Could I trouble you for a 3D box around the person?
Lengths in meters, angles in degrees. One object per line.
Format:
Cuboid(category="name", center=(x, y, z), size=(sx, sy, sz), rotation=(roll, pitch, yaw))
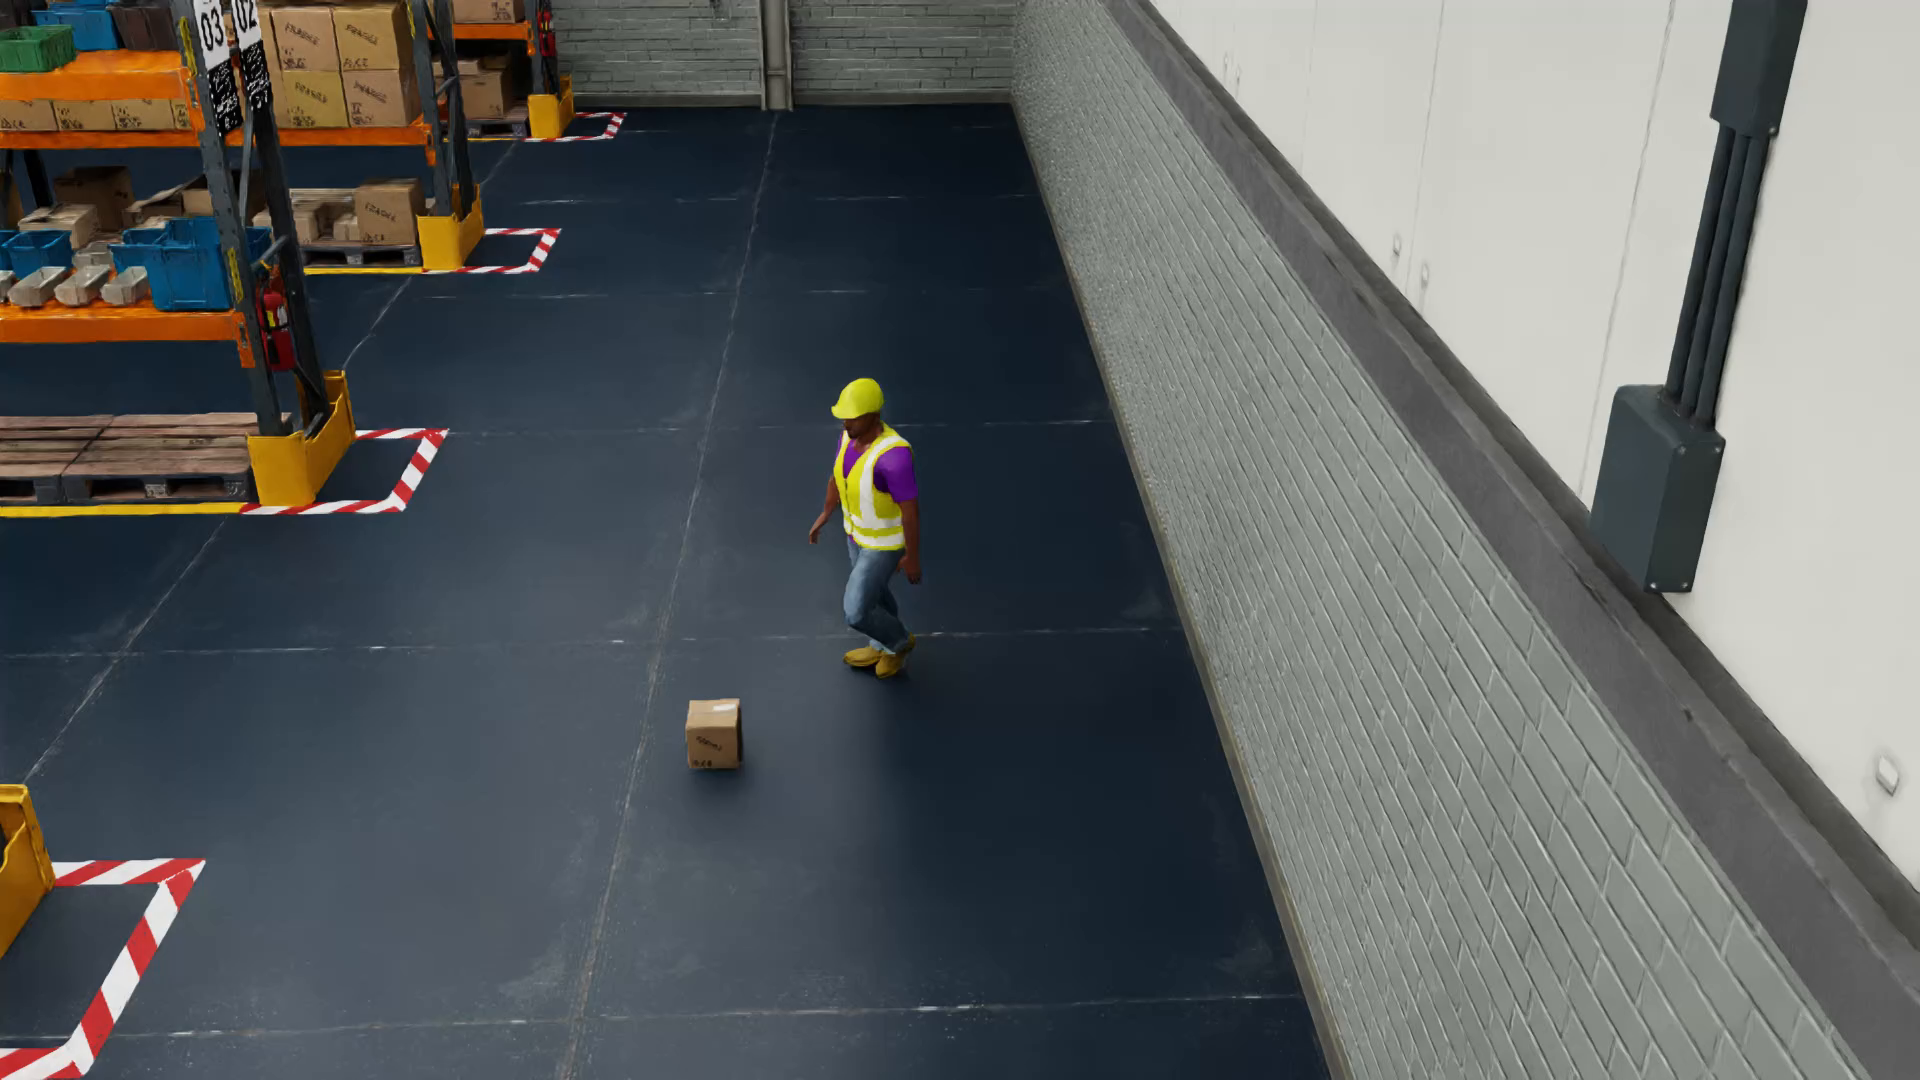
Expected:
Cuboid(category="person", center=(-0.457, -0.027, 8.606), size=(0.471, 1.758, 0.728), rotation=(-16, 31, -28))
